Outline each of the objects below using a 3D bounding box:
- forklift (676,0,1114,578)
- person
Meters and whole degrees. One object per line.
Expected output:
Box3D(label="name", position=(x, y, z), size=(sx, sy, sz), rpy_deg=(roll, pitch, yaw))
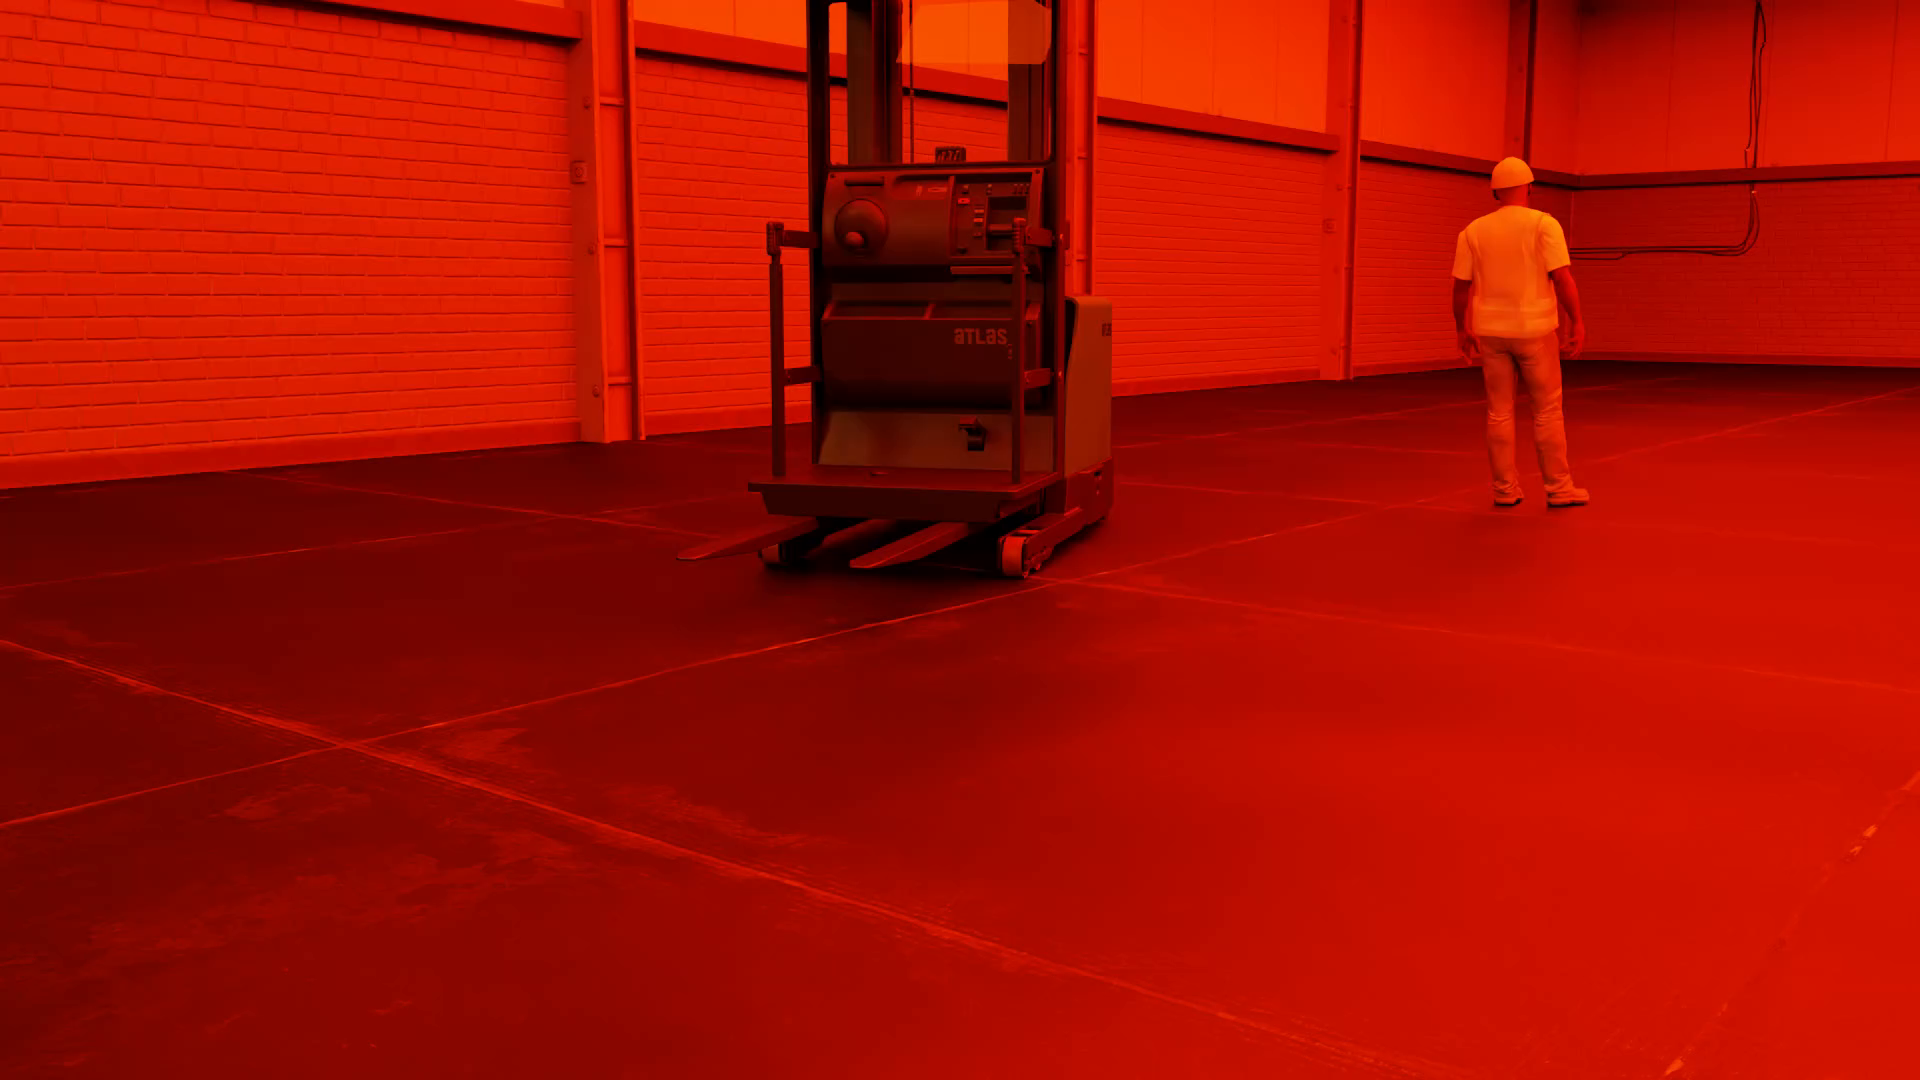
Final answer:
Box3D(label="forklift", position=(-0.176, -1.366, 6.616), size=(1.130, 2.935, 3.031), rpy_deg=(3, 9, 17))
Box3D(label="person", position=(2.903, -1.073, 8.590), size=(0.665, 1.768, 0.575), rpy_deg=(7, 11, 40))
